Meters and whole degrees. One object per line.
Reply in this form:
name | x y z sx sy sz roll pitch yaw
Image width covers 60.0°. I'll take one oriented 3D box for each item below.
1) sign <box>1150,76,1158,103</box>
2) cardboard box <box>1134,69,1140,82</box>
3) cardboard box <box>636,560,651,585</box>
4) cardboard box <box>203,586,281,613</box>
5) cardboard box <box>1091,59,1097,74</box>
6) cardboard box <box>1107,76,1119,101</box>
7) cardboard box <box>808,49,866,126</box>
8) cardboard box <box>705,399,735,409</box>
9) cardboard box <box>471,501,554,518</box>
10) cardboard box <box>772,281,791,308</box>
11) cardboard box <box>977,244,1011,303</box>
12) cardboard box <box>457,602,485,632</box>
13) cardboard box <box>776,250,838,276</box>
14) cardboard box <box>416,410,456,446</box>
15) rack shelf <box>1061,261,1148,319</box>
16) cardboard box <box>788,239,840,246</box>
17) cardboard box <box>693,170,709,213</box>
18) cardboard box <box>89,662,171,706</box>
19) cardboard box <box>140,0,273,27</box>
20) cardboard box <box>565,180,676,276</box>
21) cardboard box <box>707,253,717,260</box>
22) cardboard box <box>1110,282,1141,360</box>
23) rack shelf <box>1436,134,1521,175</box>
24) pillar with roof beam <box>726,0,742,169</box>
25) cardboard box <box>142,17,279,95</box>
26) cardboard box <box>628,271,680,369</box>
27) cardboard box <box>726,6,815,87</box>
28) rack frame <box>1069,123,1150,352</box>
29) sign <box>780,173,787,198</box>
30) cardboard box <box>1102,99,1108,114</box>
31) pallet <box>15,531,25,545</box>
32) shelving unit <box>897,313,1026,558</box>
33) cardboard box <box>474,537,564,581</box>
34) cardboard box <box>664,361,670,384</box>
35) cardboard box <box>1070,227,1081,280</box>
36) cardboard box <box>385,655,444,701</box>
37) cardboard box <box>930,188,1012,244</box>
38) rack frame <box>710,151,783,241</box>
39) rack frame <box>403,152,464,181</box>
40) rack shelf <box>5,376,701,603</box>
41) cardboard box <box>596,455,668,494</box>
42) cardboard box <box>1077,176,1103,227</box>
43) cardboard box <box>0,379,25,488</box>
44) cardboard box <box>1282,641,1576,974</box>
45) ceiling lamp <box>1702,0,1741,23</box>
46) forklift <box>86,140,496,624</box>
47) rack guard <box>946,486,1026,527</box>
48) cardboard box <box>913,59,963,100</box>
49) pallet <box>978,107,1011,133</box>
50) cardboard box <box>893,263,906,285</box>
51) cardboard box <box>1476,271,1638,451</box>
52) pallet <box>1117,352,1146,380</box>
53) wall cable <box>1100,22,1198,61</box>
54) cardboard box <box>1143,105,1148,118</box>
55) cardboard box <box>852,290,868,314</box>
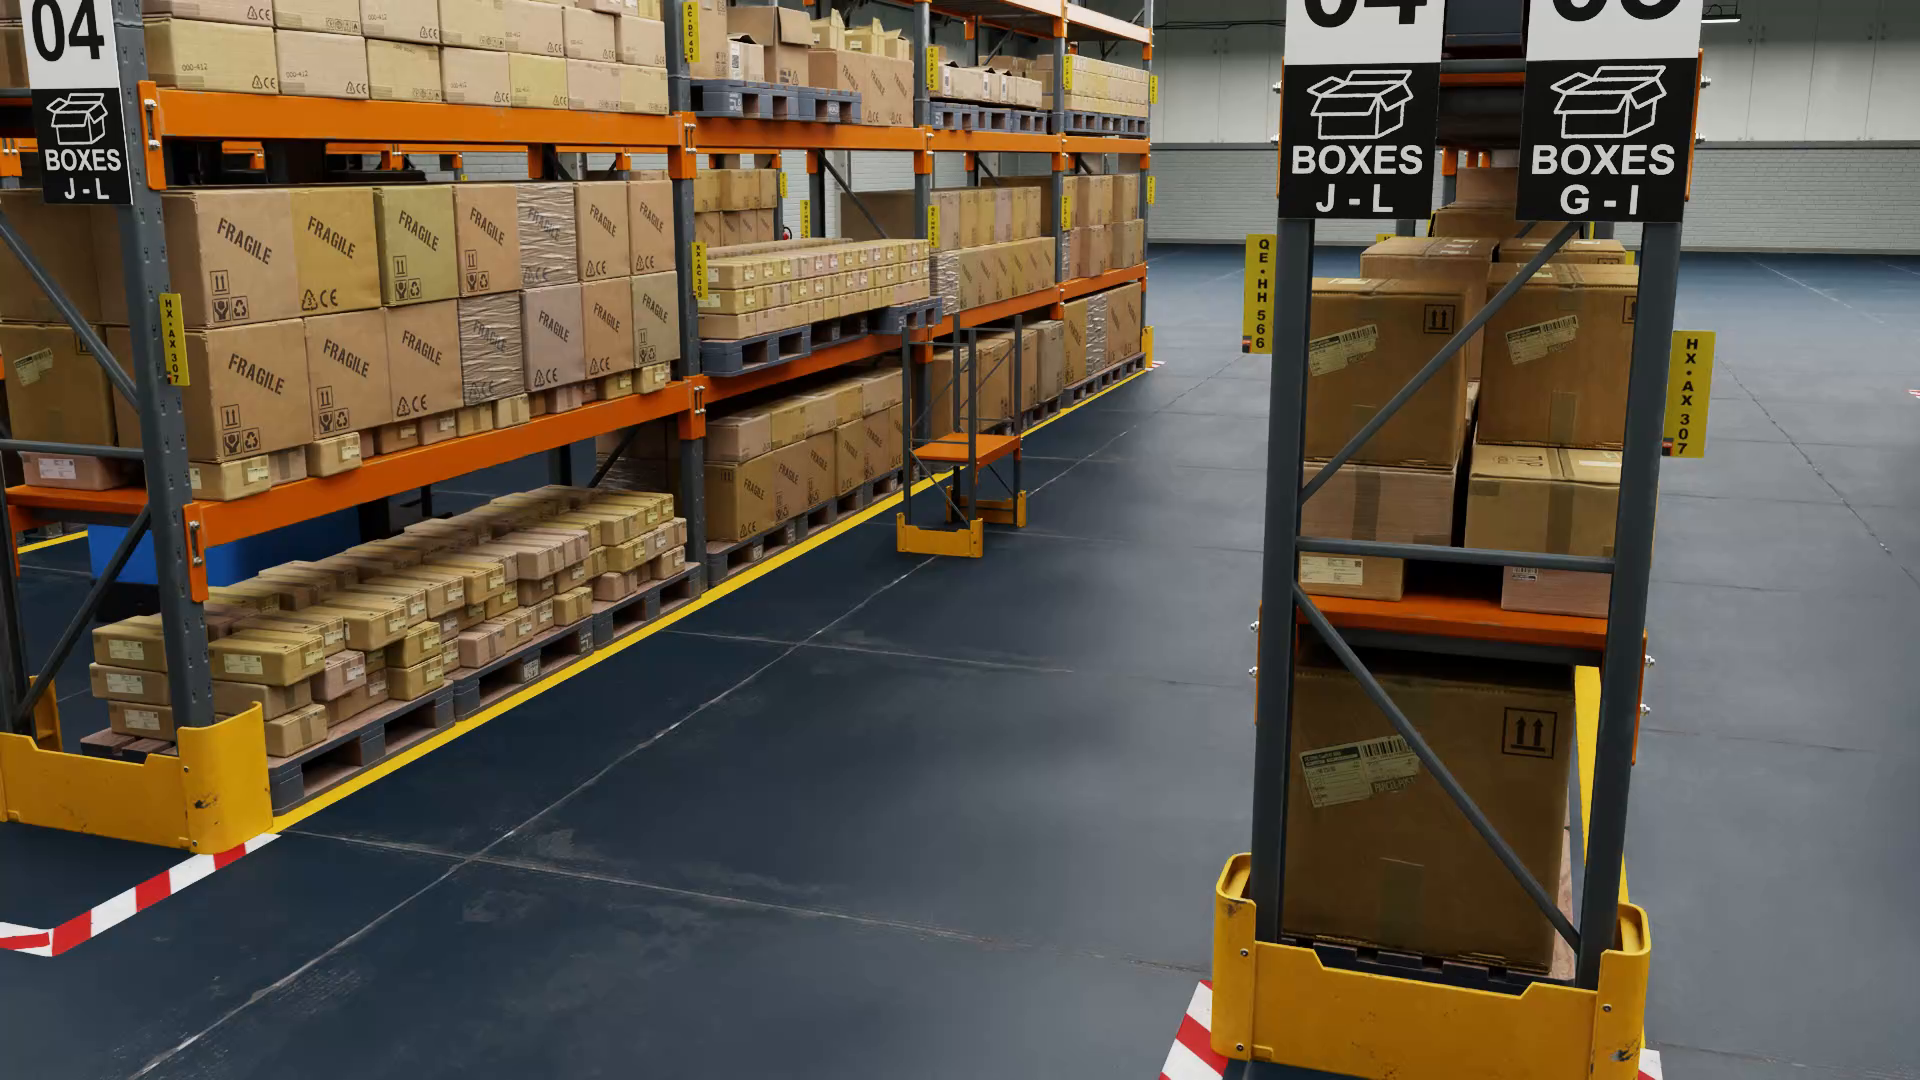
sign | 2.366 -5.514 20.351 0.100 0.325 0.005 4 14 18
cardboard box | 1.904 -5.481 19.622 0.380 0.149 0.250 5 14 19
cardboard box | -1.994 0.167 9.477 0.380 0.149 0.250 5 14 20
cardboard box | -3.289 0.322 7.464 0.380 0.149 0.250 4 13 17
cardboard box | 1.247 -5.053 17.749 0.380 0.149 0.250 4 13 17
cardboard box | 1.473 -5.048 18.622 0.500 0.250 0.500 4 14 19
cardboard box | -0.991 -3.177 11.702 0.500 0.500 0.500 4 14 18
cardboard box | -1.845 -0.808 11.274 0.500 0.250 0.500 5 14 21
cardboard box | -2.514 -0.110 9.357 0.380 0.149 0.250 4 14 18
cardboard box | -1.298 -1.560 10.533 0.380 0.149 0.250 5 14 20
cardboard box | 0.158 -2.458 15.291 0.500 0.500 0.500 4 14 18
cardboard box | -2.540 0.336 8.068 0.380 0.149 0.250 5 14 21
cardboard box | -1.046 -1.868 11.215 0.380 0.149 0.250 5 14 20
cardboard box | -2.553 -0.533 7.645 0.380 0.149 0.250 4 13 17
rack shelf | 1.210 -2.928 19.194 1.077 0.370 4.000 4 14 18
cardboard box | -1.149 -2.248 12.880 0.380 0.149 0.250 4 13 17
cardboard box | -3.432 -4.161 19.838 0.700 0.500 0.500 4 13 17
cardboard box | -3.419 0.577 7.013 0.380 0.149 0.250 4 13 17
cardboard box | -2.929 -2.040 6.159 0.500 0.250 0.500 5 14 19
cardboard box | -1.922 -1.736 9.215 0.500 0.500 0.500 4 13 16
cardboard box | -1.824 -1.811 10.964 0.380 0.149 0.250 4 14 18
cardboard box | 1.700 -2.722 20.502 0.875 0.875 0.875 4 14 19
rack shelf | 3.282 -2.328 9.823 1.077 0.370 4.000 4 14 18
pillar with roof beam | -0.680 -9.452 32.676 9.100 9.000 0.400 4 14 18
cardboard box | -2.933 -1.797 6.216 0.500 0.250 0.500 5 14 20
cardboard box | -1.915 -1.245 9.310 0.500 0.500 0.500 4 14 18
cardboard box | -1.402 -3.207 10.881 0.797 0.503 0.637 4 14 18
rack frame | 1.857 -3.700 20.959 1.000 3.000 0.127 4 14 18
sign | -2.341 -4.710 22.070 0.100 0.325 0.005 4 14 18
cardboard box | 1.412 -4.772 18.309 0.380 0.149 0.250 4 14 18
pallet | -7.062 0.005 10.991 1.003 0.211 1.213 4 14 18
shelving unit | 0.025 -0.747 11.391 0.587 1.500 1.083 4 14 18
cardboard box | -2.247 0.095 8.457 0.380 0.149 0.250 4 13 16
cardboard box | -1.897 -0.974 9.580 0.380 0.149 0.250 4 14 18
cardboard box | 0.827 -3.127 18.111 0.875 0.550 0.550 4 14 18
cardboard box | -2.580 0.607 7.552 0.380 0.149 0.250 5 14 19
cardboard box | 0.079 -3.074 15.746 0.700 0.500 0.500 4 14 19
rack frame | -2.860 -4.035 22.427 1.000 3.000 0.127 4 14 18
rack frame | -7.558 -4.392 23.989 1.000 3.000 0.127 4 14 18
rack shelf | -2.673 -0.402 8.124 1.077 0.370 4.000 4 14 18
cardboard box | -2.025 -0.334 10.883 0.500 0.500 0.500 4 13 17
cardboard box | 1.087 -3.761 18.460 0.875 0.550 0.550 4 14 18
cardboard box | -6.617 -0.814 12.144 0.875 0.875 0.875 5 14 20
cardboard box | 1.472 0.738 5.347 0.875 0.875 0.875 4 14 18
ceiling lamp | 17.987 -14.201 40.368 2.000 3.185 0.800 4 14 18
forklift | -3.918 -1.202 10.166 1.130 2.935 3.031 4 13 15
rack guard | 0.186 -0.243 11.990 0.587 0.250 0.087 4 14 18
cardboard box | -0.289 -3.825 13.796 0.500 0.311 0.500 4 14 18
pallet | -0.215 -3.761 14.910 1.003 0.211 1.213 5 14 21
cardboard box | -0.628 -1.994 12.437 0.380 0.149 0.250 5 14 20
cardboard box | 1.913 -0.577 5.260 0.500 0.500 0.500 4 13 17
pallet | 1.672 -2.167 20.507 1.003 0.211 1.213 4 14 18
wall cable | 5.835 -14.830 51.869 3.097 2.526 0.112 4 14 18
cardboard box | 2.070 -5.199 20.182 0.380 0.149 0.250 4 14 18
cardboard box | -0.876 -1.691 11.779 0.380 0.149 0.250 5 14 20
